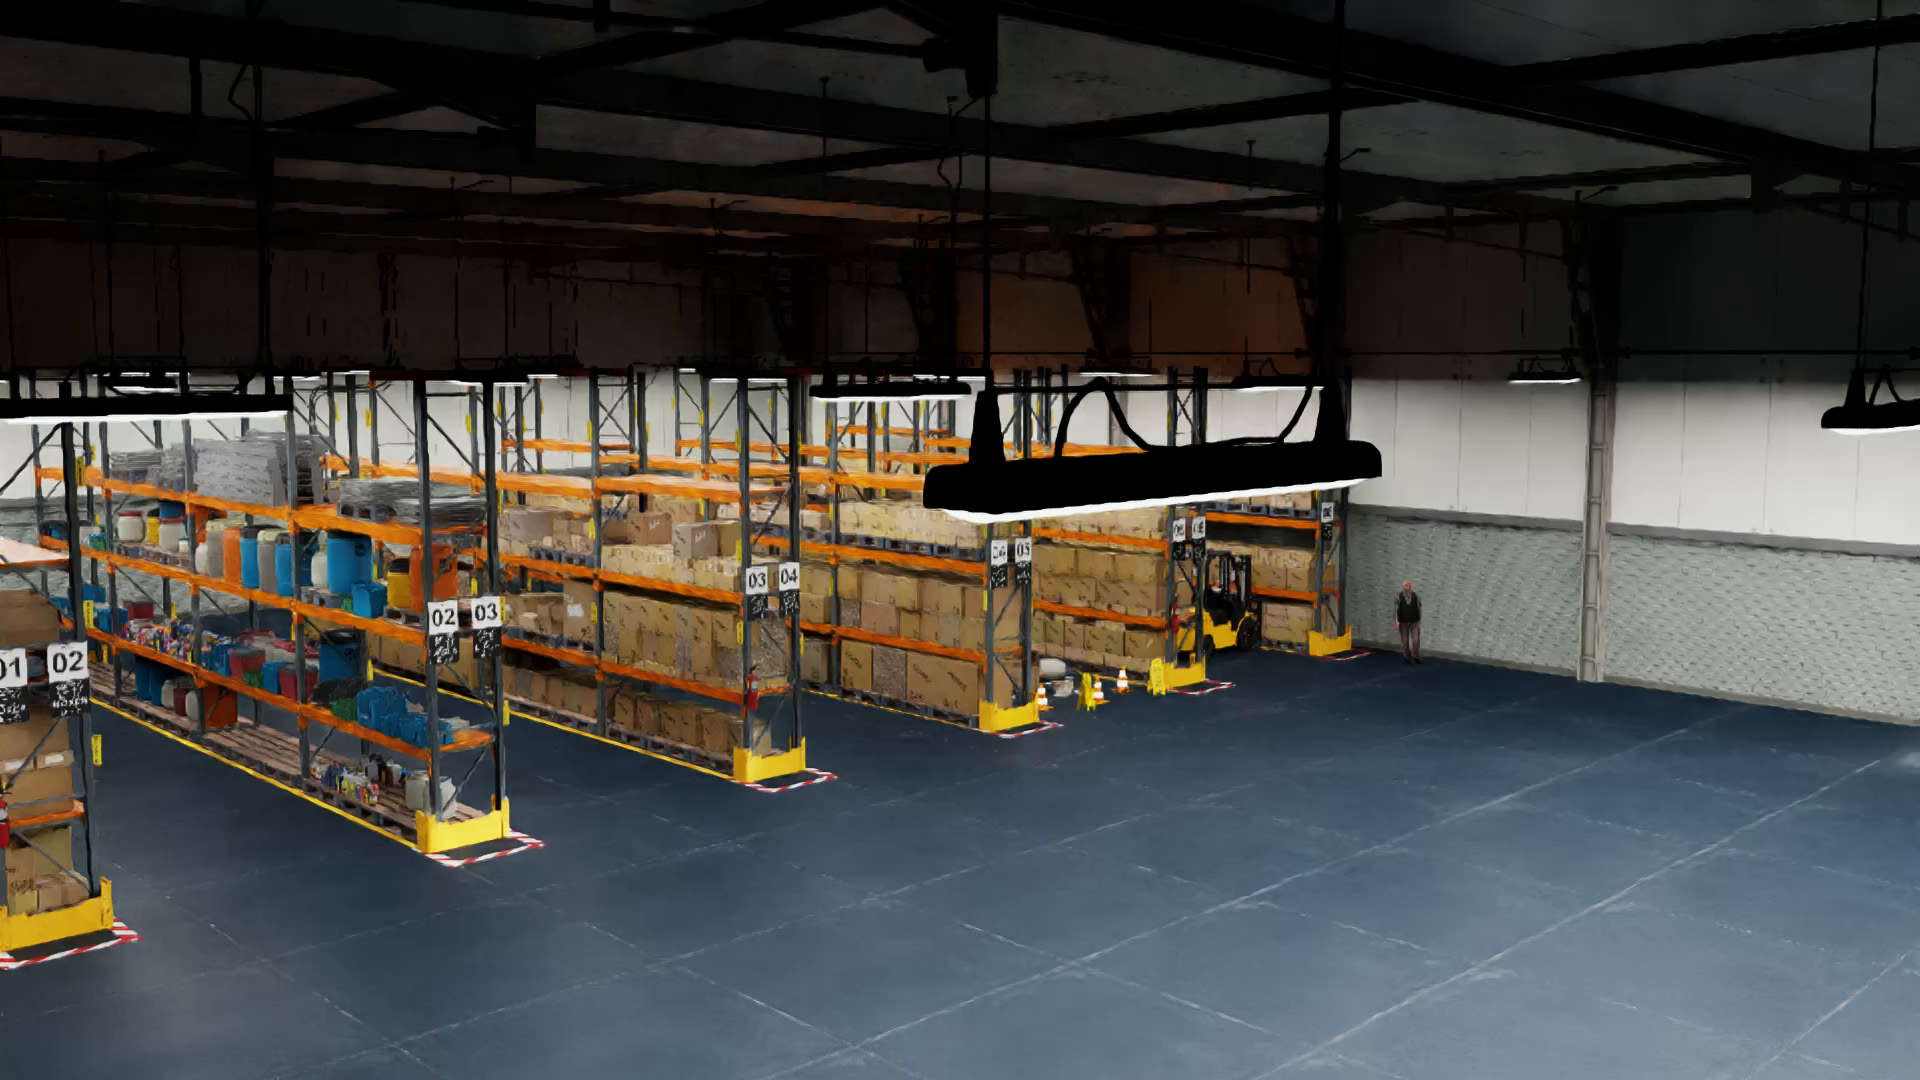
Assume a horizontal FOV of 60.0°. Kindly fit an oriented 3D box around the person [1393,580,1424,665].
[{"bbox_3d":[9.119,1.662,33.769,0.647,1.700,0.503,1,7,12],"label":"person"}]

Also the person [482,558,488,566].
[{"bbox_3d":[-11.688,0.895,40.913,0.519,1.667,0.508,-1,6,-7],"label":"person"}]
